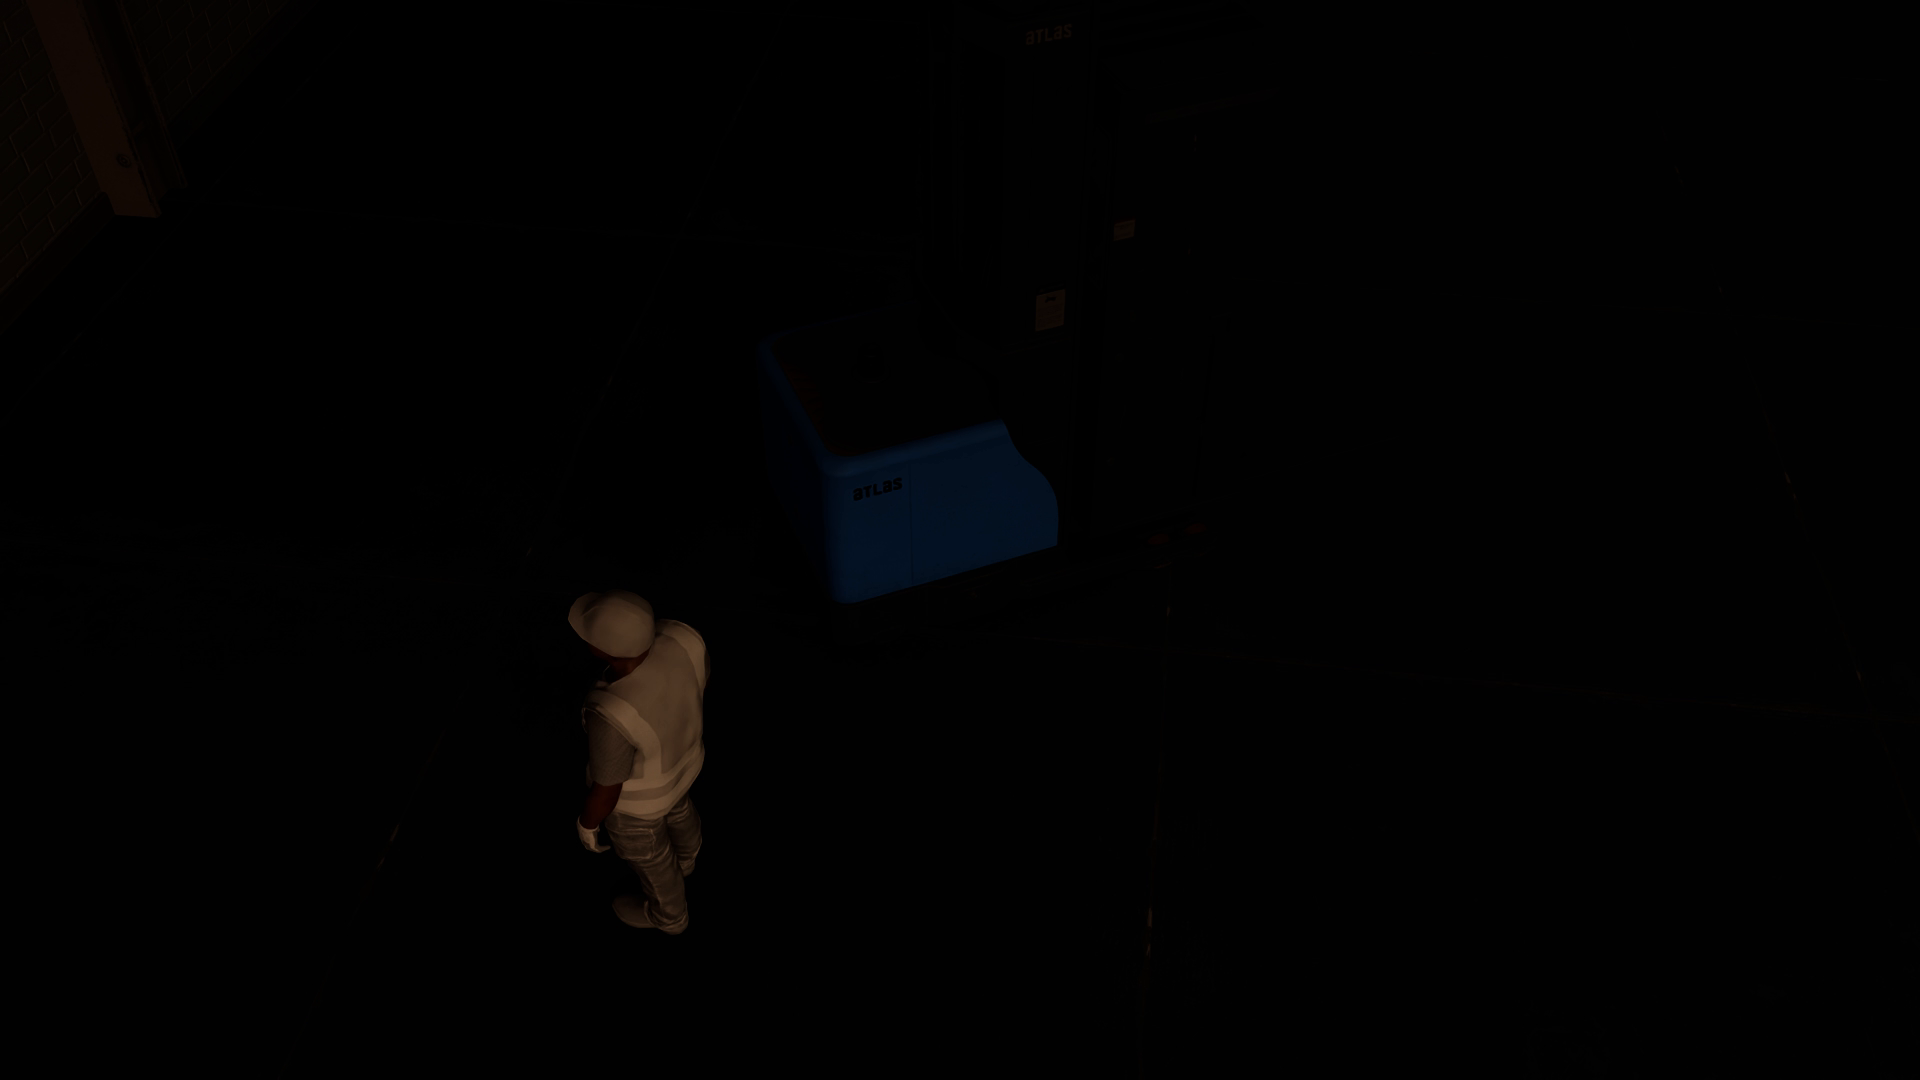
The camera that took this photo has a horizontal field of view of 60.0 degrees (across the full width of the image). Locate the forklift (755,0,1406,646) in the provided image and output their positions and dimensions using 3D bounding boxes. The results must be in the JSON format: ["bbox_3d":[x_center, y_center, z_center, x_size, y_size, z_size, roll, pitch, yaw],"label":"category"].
[{"bbox_3d":[0.658,-1.261,7.097,3.031,2.935,1.130,-16,45,-16],"label":"forklift"}]

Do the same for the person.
[{"bbox_3d":[-1.143,0.762,5.732,0.579,1.781,0.656,19,46,19],"label":"person"}]
